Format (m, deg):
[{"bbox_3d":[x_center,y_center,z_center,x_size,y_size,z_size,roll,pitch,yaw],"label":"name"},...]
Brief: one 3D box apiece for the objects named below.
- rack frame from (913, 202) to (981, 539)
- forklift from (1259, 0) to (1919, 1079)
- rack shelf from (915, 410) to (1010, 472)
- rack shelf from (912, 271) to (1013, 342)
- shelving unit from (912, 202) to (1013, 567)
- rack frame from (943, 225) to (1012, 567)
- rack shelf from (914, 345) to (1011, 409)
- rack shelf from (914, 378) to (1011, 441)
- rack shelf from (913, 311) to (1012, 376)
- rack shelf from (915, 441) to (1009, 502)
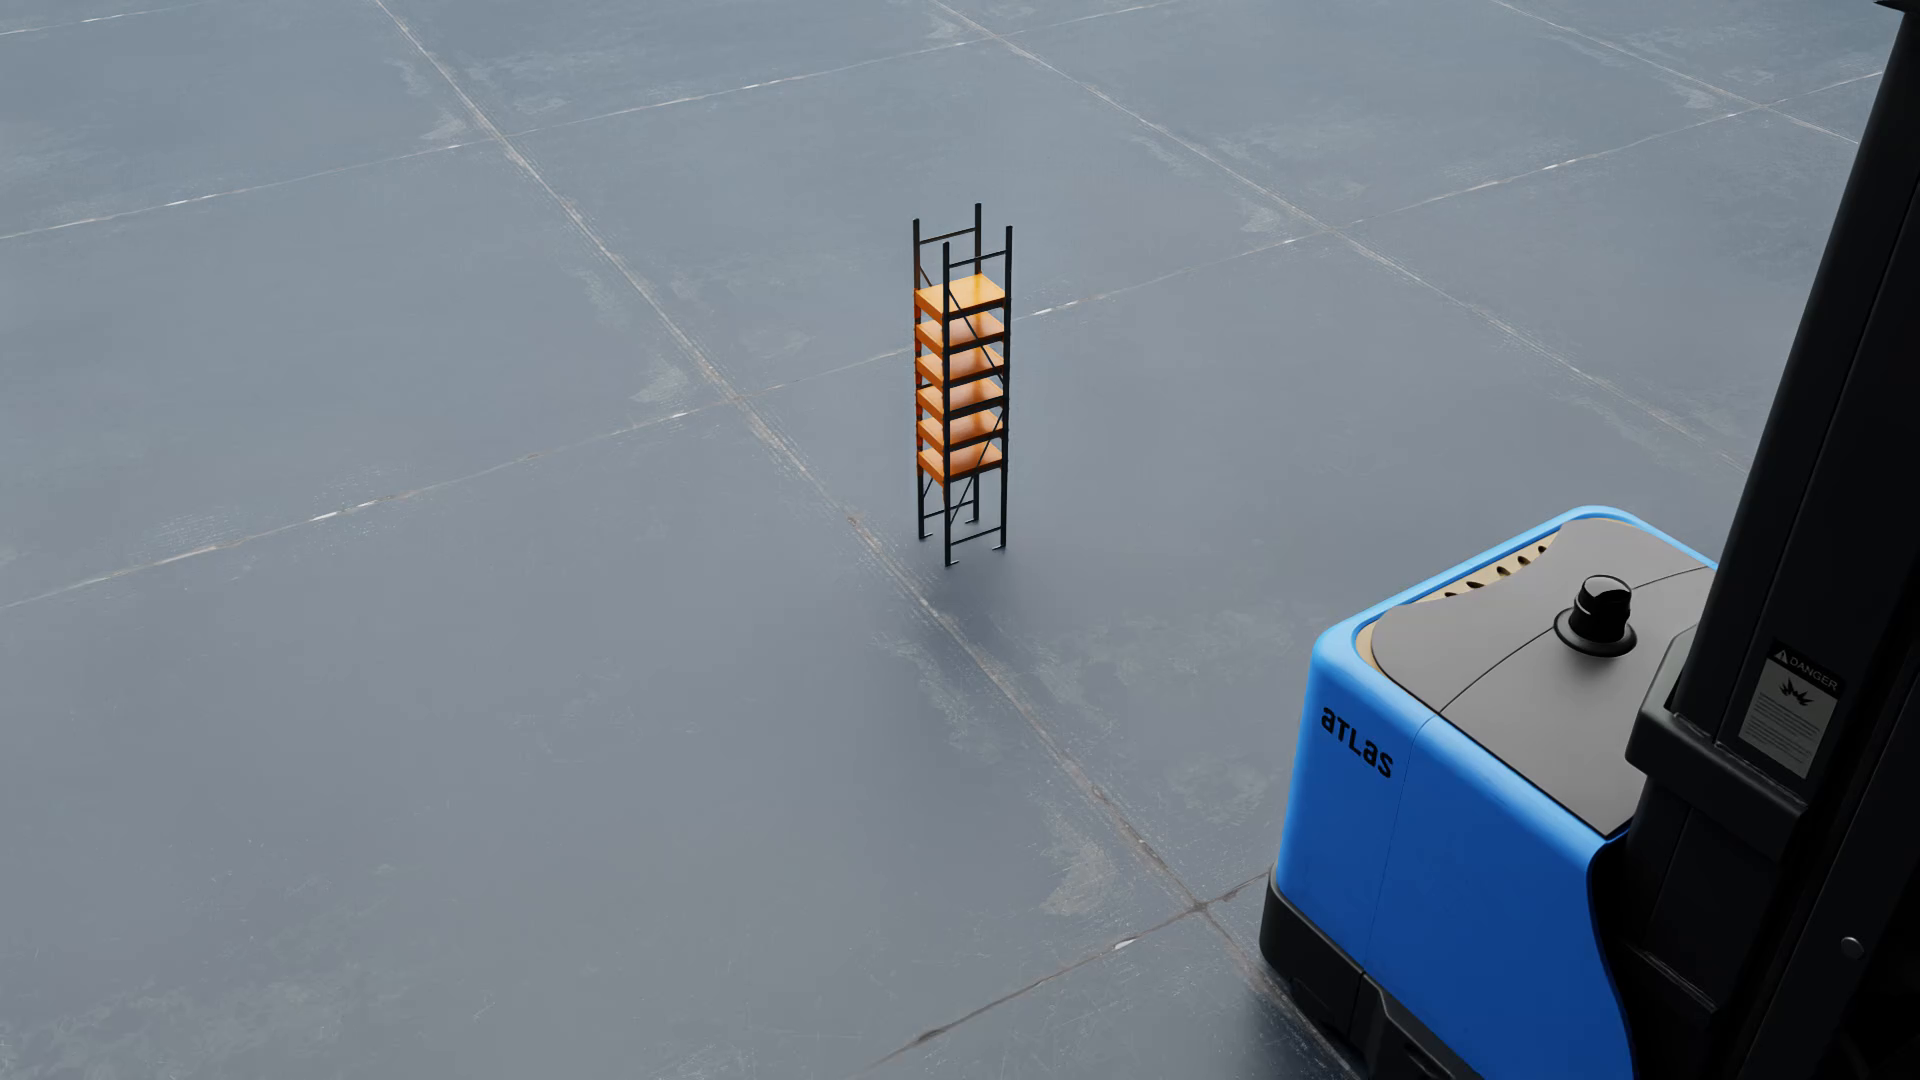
[{"bbox_3d":[-0.039,-0.524,5.450,0.240,1.200,0.006,-19,40,-24],"label":"rack frame"},{"bbox_3d":[2.001,0.454,2.644,1.130,2.935,3.031,-22,41,-27],"label":"forklift"},{"bbox_3d":[0.007,-0.344,5.483,0.258,0.103,0.180,-19,40,-24],"label":"rack shelf"},{"bbox_3d":[0.007,-0.732,5.200,0.258,0.103,0.180,-19,40,-24],"label":"rack shelf"},{"bbox_3d":[0.007,-0.477,5.386,0.258,1.200,0.189,-19,40,-24],"label":"shelving unit"},{"bbox_3d":[0.053,-0.430,5.322,0.240,1.200,0.006,-19,40,-24],"label":"rack frame"},{"bbox_3d":[0.007,-0.538,5.341,0.258,0.103,0.180,-19,40,-24],"label":"rack shelf"},{"bbox_3d":[0.007,-0.441,5.412,0.258,0.103,0.180,-19,40,-24],"label":"rack shelf"},{"bbox_3d":[0.007,-0.635,5.271,0.258,0.103,0.180,-19,40,-24],"label":"rack shelf"},{"bbox_3d":[0.007,-0.247,5.554,0.258,0.103,0.180,-19,40,-24],"label":"rack shelf"}]
